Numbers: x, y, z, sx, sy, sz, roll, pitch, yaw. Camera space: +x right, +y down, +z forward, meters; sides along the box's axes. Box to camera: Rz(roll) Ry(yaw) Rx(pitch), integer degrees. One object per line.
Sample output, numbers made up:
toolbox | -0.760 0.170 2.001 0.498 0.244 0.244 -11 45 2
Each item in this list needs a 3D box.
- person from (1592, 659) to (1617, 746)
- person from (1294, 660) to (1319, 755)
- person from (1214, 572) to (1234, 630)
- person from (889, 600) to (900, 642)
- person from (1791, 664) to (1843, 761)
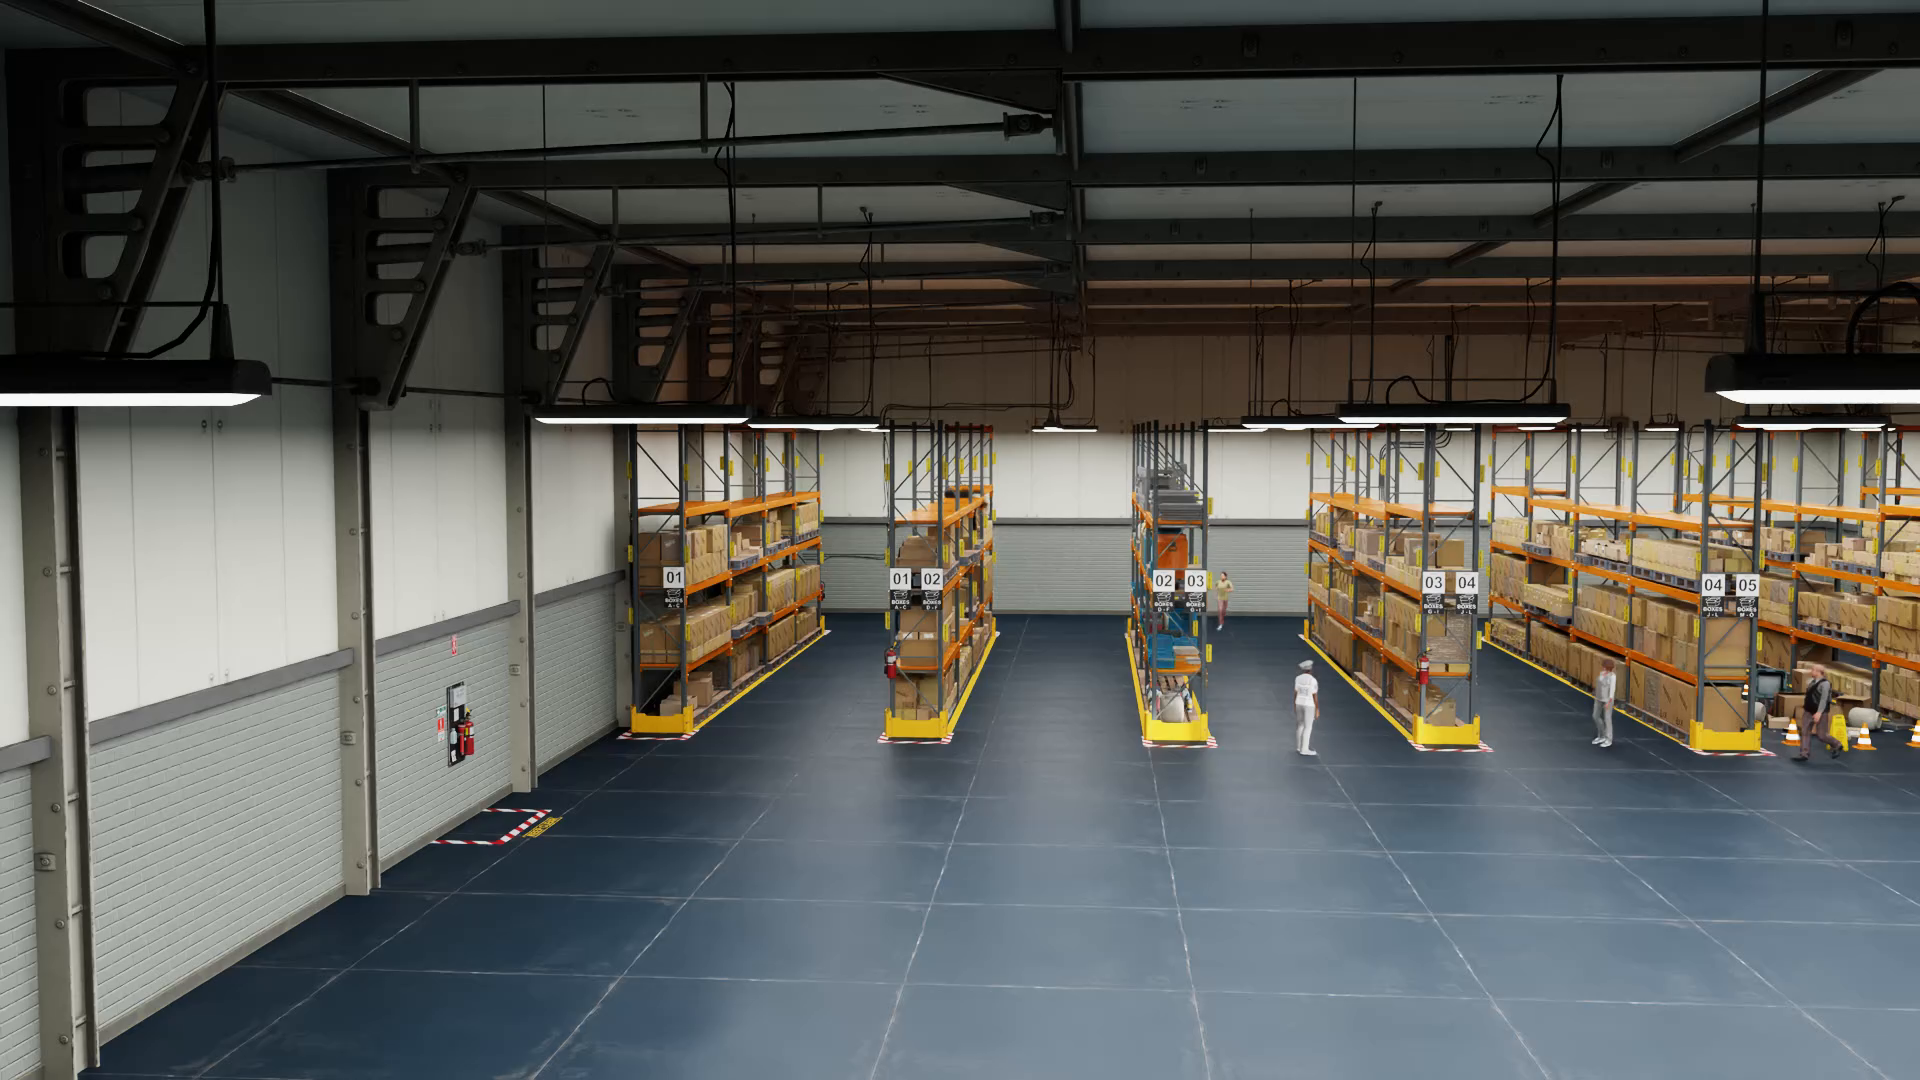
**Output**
person | 11.858 2.988 30.652 0.351 1.621 0.531 -2 4 -23
person | 6.251 3.003 29.837 0.454 1.694 0.529 -3 5 -37
person | 7.807 1.769 49.112 0.524 1.663 0.924 0 4 1
person | -1.669 1.964 45.278 0.565 1.580 0.648 1 4 10
person | 15.028 3.027 29.096 0.848 1.708 0.488 -1 4 -20
